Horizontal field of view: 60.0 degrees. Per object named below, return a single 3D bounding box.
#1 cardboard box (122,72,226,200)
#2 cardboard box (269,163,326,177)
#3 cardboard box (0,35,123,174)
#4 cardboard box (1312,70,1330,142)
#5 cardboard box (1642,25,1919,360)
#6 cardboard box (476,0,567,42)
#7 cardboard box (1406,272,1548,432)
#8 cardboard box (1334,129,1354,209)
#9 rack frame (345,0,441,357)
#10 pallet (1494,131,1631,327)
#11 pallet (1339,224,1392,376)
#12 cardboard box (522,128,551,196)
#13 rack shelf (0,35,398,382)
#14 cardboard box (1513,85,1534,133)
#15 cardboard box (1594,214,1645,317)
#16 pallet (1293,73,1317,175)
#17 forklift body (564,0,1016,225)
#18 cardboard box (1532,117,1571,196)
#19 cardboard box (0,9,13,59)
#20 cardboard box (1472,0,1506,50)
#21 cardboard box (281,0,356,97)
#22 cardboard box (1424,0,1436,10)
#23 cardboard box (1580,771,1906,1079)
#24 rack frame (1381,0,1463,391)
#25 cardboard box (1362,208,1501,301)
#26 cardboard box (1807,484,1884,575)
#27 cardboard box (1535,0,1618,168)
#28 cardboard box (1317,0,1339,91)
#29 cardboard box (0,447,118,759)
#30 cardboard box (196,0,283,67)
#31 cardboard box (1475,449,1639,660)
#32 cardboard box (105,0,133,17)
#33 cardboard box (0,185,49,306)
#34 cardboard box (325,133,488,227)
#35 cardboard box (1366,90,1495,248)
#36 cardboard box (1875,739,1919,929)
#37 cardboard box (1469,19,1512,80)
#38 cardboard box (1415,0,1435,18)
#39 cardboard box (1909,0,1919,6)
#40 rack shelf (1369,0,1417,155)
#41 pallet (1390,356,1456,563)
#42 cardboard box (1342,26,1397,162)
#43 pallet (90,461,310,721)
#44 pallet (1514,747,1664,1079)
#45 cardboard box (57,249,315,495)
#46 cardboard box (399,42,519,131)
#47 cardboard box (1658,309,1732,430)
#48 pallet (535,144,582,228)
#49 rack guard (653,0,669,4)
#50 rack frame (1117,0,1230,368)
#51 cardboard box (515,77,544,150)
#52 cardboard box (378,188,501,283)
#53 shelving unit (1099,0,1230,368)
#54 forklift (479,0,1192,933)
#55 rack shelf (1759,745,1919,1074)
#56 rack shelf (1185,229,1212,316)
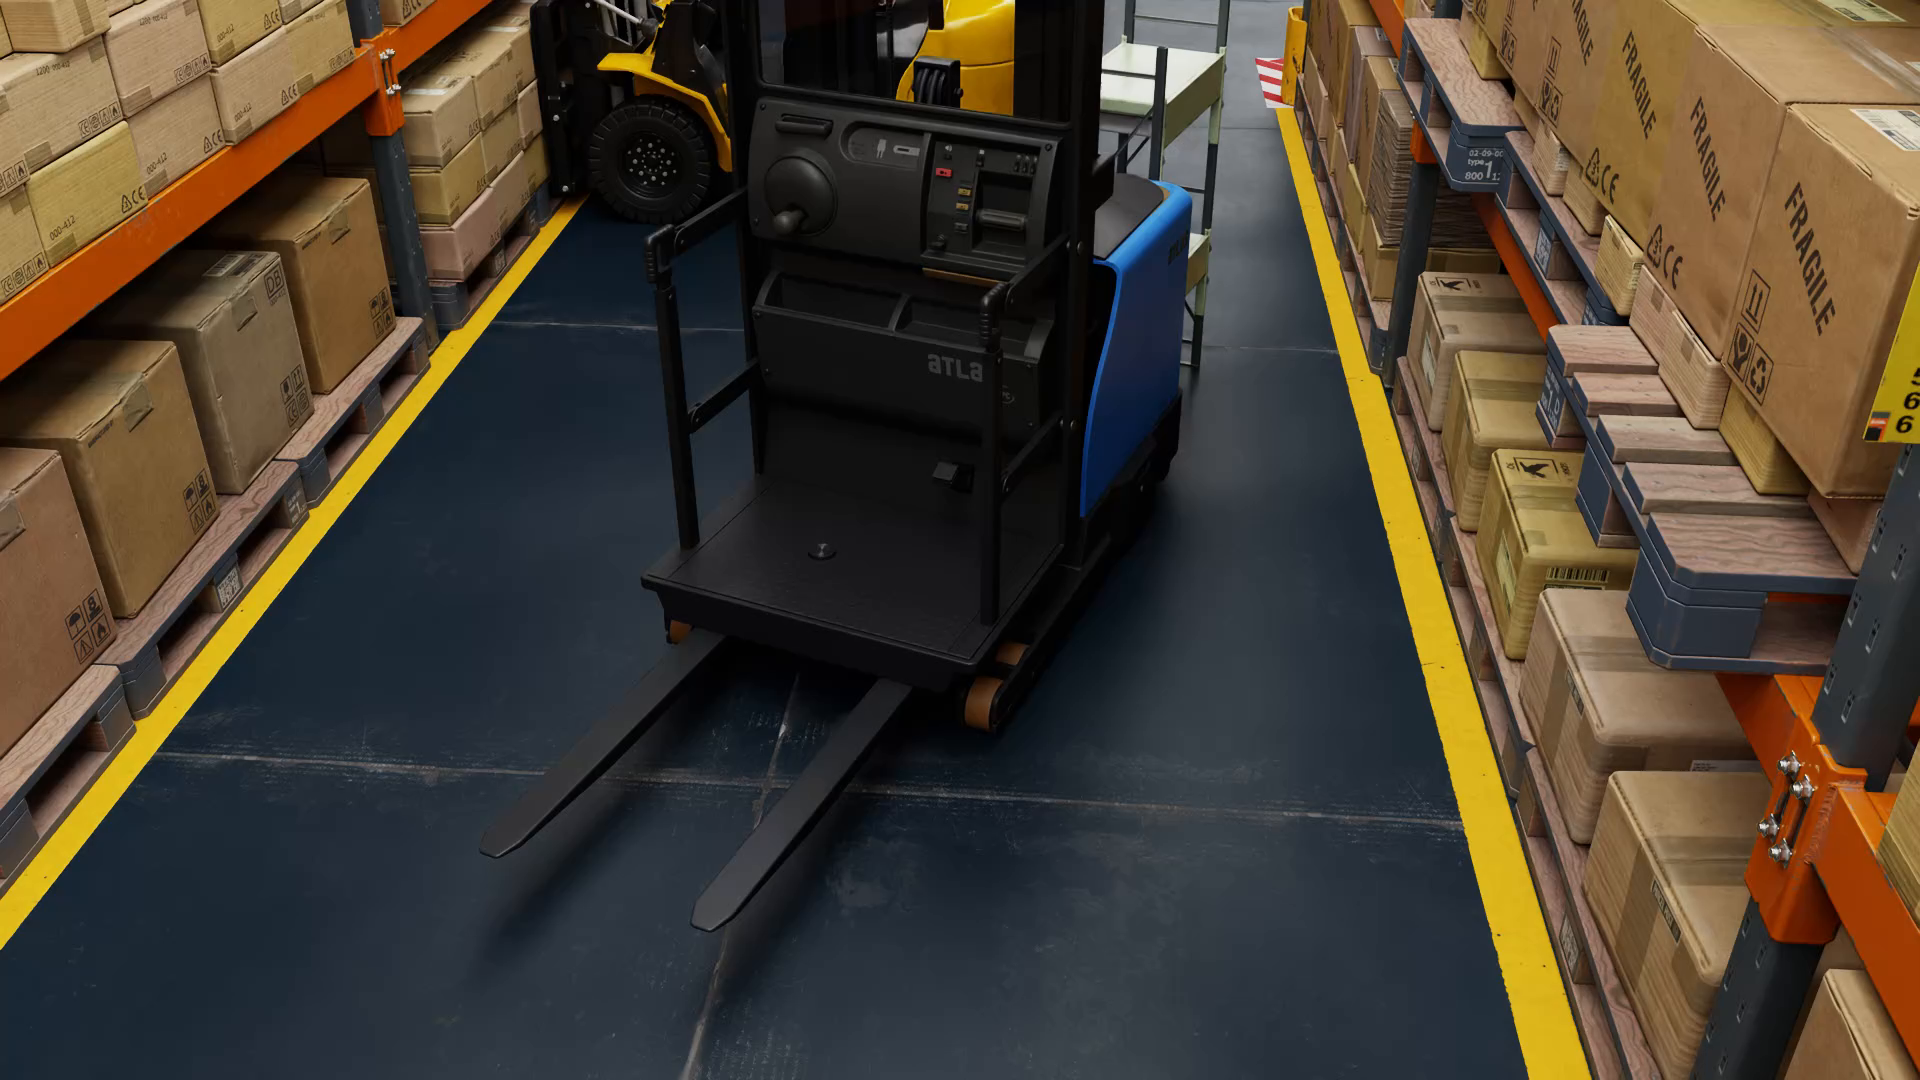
[{"bbox_3d":[-2.611,-1.244,5.053,0.500,0.250,0.500,3,32,4],"label":"cardboard box"},{"bbox_3d":[-2.889,-1.589,7.213,0.500,0.250,0.500,2,32,3],"label":"cardboard box"},{"bbox_3d":[-2.652,-1.186,4.482,0.500,0.250,0.500,3,32,5],"label":"cardboard box"},{"bbox_3d":[2.158,-2.317,8.872,0.500,0.250,0.500,4,32,6],"label":"cardboard box"},{"bbox_3d":[1.688,-0.671,3.201,0.500,0.500,0.500,2,32,3],"label":"cardboard box"},{"bbox_3d":[-2.241,-2.579,8.344,0.500,0.250,0.500,2,32,3],"label":"cardboard box"},{"bbox_3d":[2.183,-0.680,6.099,0.950,0.372,0.625,3,32,5],"label":"cardboard box"},{"bbox_3d":[2.083,-1.768,7.980,0.500,0.250,0.500,3,32,5],"label":"cardboard box"},{"bbox_3d":[-2.724,-2.104,6.305,1.000,3.000,0.127,2,32,4],"label":"rack frame"},{"bbox_3d":[2.018,-0.758,4.303,1.003,0.211,1.213,2,32,4],"label":"pallet"},{"bbox_3d":[2.242,-1.060,7.268,1.003,0.211,1.213,2,32,4],"label":"pallet"},{"bbox_3d":[-2.303,-1.887,8.173,0.500,0.250,0.500,3,32,5],"label":"cardboard box"},{"bbox_3d":[-2.887,-0.752,4.797,1.077,0.370,4.000,2,32,4],"label":"rack shelf"},{"bbox_3d":[1.824,-1.276,4.801,0.380,0.149,0.250,3,32,5],"label":"cardboard box"},{"bbox_3d":[1.652,-0.609,3.718,0.380,0.149,0.250,3,32,5],"label":"cardboard box"},{"bbox_3d":[2.441,-2.336,9.339,1.003,0.211,1.213,2,32,4],"label":"pallet"},{"bbox_3d":[-0.735,-2.765,8.187,2.313,2.155,1.214,2,32,4],"label":"forklift body"},{"bbox_3d":[1.729,-1.010,4.369,0.380,0.149,0.250,4,32,6],"label":"cardboard box"},{"bbox_3d":[-2.711,-1.301,4.288,0.380,0.149,0.250,2,32,4],"label":"cardboard box"},{"bbox_3d":[1.859,-1.747,4.947,0.500,0.500,0.500,3,32,4],"label":"cardboard box"},{"bbox_3d":[-2.505,-1.766,5.899,0.500,0.250,0.500,3,32,5],"label":"cardboard box"},{"bbox_3d":[2.011,-2.306,6.255,0.500,0.500,0.500,2,32,3],"label":"cardboard box"},{"bbox_3d":[1.953,0.842,3.629,0.950,0.372,0.625,0,32,1],"label":"cardboard box"},{"bbox_3d":[2.223,-1.894,5.965,1.000,3.000,0.127,2,32,4],"label":"rack frame"},{"bbox_3d":[2.003,-1.223,7.096,0.500,0.250,0.500,4,32,6],"label":"cardboard box"},{"bbox_3d":[1.690,-0.056,2.821,0.380,0.149,0.250,4,32,6],"label":"cardboard box"},{"bbox_3d":[1.774,-1.220,4.092,0.500,0.500,0.500,1,32,2],"label":"cardboard box"},{"bbox_3d":[2.168,-2.617,8.644,0.500,0.500,0.500,1,32,2],"label":"cardboard box"},{"bbox_3d":[-2.940,0.152,4.508,0.875,0.625,0.625,3,32,6],"label":"cardboard box"},{"bbox_3d":[-2.544,-1.716,5.342,0.500,0.250,0.500,2,32,3],"label":"cardboard box"},{"bbox_3d":[2.073,0.060,4.898,0.950,0.372,0.625,3,32,6],"label":"cardboard box"},{"bbox_3d":[-2.606,-1.565,4.717,0.380,0.149,0.250,3,32,4],"label":"cardboard box"},{"bbox_3d":[-2.690,-0.703,4.174,0.500,0.250,0.500,1,32,2],"label":"cardboard box"},{"bbox_3d":[-2.377,-1.565,7.175,0.500,0.250,0.500,2,32,4],"label":"cardboard box"},{"bbox_3d":[2.004,-1.542,6.900,0.500,0.500,0.500,2,32,3],"label":"cardboard box"},{"bbox_3d":[1.607,0.506,2.212,0.500,0.250,0.500,2,32,3],"label":"cardboard box"},{"bbox_3d":[1.834,-1.560,5.262,0.380,0.149,0.250,3,32,5],"label":"cardboard box"},{"bbox_3d":[1.945,-1.968,6.324,0.380,0.149,0.250,2,32,3],"label":"cardboard box"},{"bbox_3d":[2.237,-0.927,3.616,0.500,0.500,0.500,3,32,5],"label":"cardboard box"},{"bbox_3d":[2.386,-2.634,7.850,1.077,0.370,4.000,2,32,4],"label":"rack shelf"},{"bbox_3d":[2.161,-0.300,6.035,1.003,0.211,1.213,2,32,4],"label":"pallet"},{"bbox_3d":[2.084,-2.075,7.764,0.500,0.500,0.500,4,32,7],"label":"cardboard box"},{"bbox_3d":[-2.842,0.109,5.371,1.003,0.211,1.213,2,32,4],"label":"pallet"},{"bbox_3d":[1.962,0.976,3.965,1.003,0.211,1.213,2,32,4],"label":"pallet"},{"bbox_3d":[-2.827,-0.593,5.717,0.875,0.625,0.625,2,32,3],"label":"cardboard box"},{"bbox_3d":[-2.321,-2.045,7.476,0.500,0.250,0.500,3,32,4],"label":"cardboard box"},{"bbox_3d":[1.615,-0.333,3.270,0.380,0.149,0.250,2,32,4],"label":"cardboard box"},{"bbox_3d":[-2.521,-1.971,8.747,1.003,0.211,1.213,2,32,4],"label":"pallet"},{"bbox_3d":[-2.397,-3.144,10.376,1.175,0.500,0.348,2,32,4],"label":"rack guard"},{"bbox_3d":[0.812,-1.401,6.594,0.400,1.500,0.023,13,34,20],"label":"rack frame"},{"bbox_3d":[-2.286,-2.091,8.028,0.500,0.250,0.500,2,32,4],"label":"cardboard box"},{"bbox_3d":[-2.355,-1.351,7.304,0.500,0.250,0.500,3,32,4],"label":"cardboard box"},{"bbox_3d":[0.662,-1.226,6.310,0.431,1.500,0.755,13,34,20],"label":"shelving unit"},{"bbox_3d":[-0.259,-0.946,4.492,1.130,2.935,3.031,13,34,20],"label":"forklift"},{"bbox_3d":[1.735,1.549,1.062,1.077,0.370,4.000,2,32,4],"label":"rack shelf"},{"bbox_3d":[0.662,-0.949,6.481,0.431,0.370,0.720,13,34,20],"label":"rack shelf"}]
